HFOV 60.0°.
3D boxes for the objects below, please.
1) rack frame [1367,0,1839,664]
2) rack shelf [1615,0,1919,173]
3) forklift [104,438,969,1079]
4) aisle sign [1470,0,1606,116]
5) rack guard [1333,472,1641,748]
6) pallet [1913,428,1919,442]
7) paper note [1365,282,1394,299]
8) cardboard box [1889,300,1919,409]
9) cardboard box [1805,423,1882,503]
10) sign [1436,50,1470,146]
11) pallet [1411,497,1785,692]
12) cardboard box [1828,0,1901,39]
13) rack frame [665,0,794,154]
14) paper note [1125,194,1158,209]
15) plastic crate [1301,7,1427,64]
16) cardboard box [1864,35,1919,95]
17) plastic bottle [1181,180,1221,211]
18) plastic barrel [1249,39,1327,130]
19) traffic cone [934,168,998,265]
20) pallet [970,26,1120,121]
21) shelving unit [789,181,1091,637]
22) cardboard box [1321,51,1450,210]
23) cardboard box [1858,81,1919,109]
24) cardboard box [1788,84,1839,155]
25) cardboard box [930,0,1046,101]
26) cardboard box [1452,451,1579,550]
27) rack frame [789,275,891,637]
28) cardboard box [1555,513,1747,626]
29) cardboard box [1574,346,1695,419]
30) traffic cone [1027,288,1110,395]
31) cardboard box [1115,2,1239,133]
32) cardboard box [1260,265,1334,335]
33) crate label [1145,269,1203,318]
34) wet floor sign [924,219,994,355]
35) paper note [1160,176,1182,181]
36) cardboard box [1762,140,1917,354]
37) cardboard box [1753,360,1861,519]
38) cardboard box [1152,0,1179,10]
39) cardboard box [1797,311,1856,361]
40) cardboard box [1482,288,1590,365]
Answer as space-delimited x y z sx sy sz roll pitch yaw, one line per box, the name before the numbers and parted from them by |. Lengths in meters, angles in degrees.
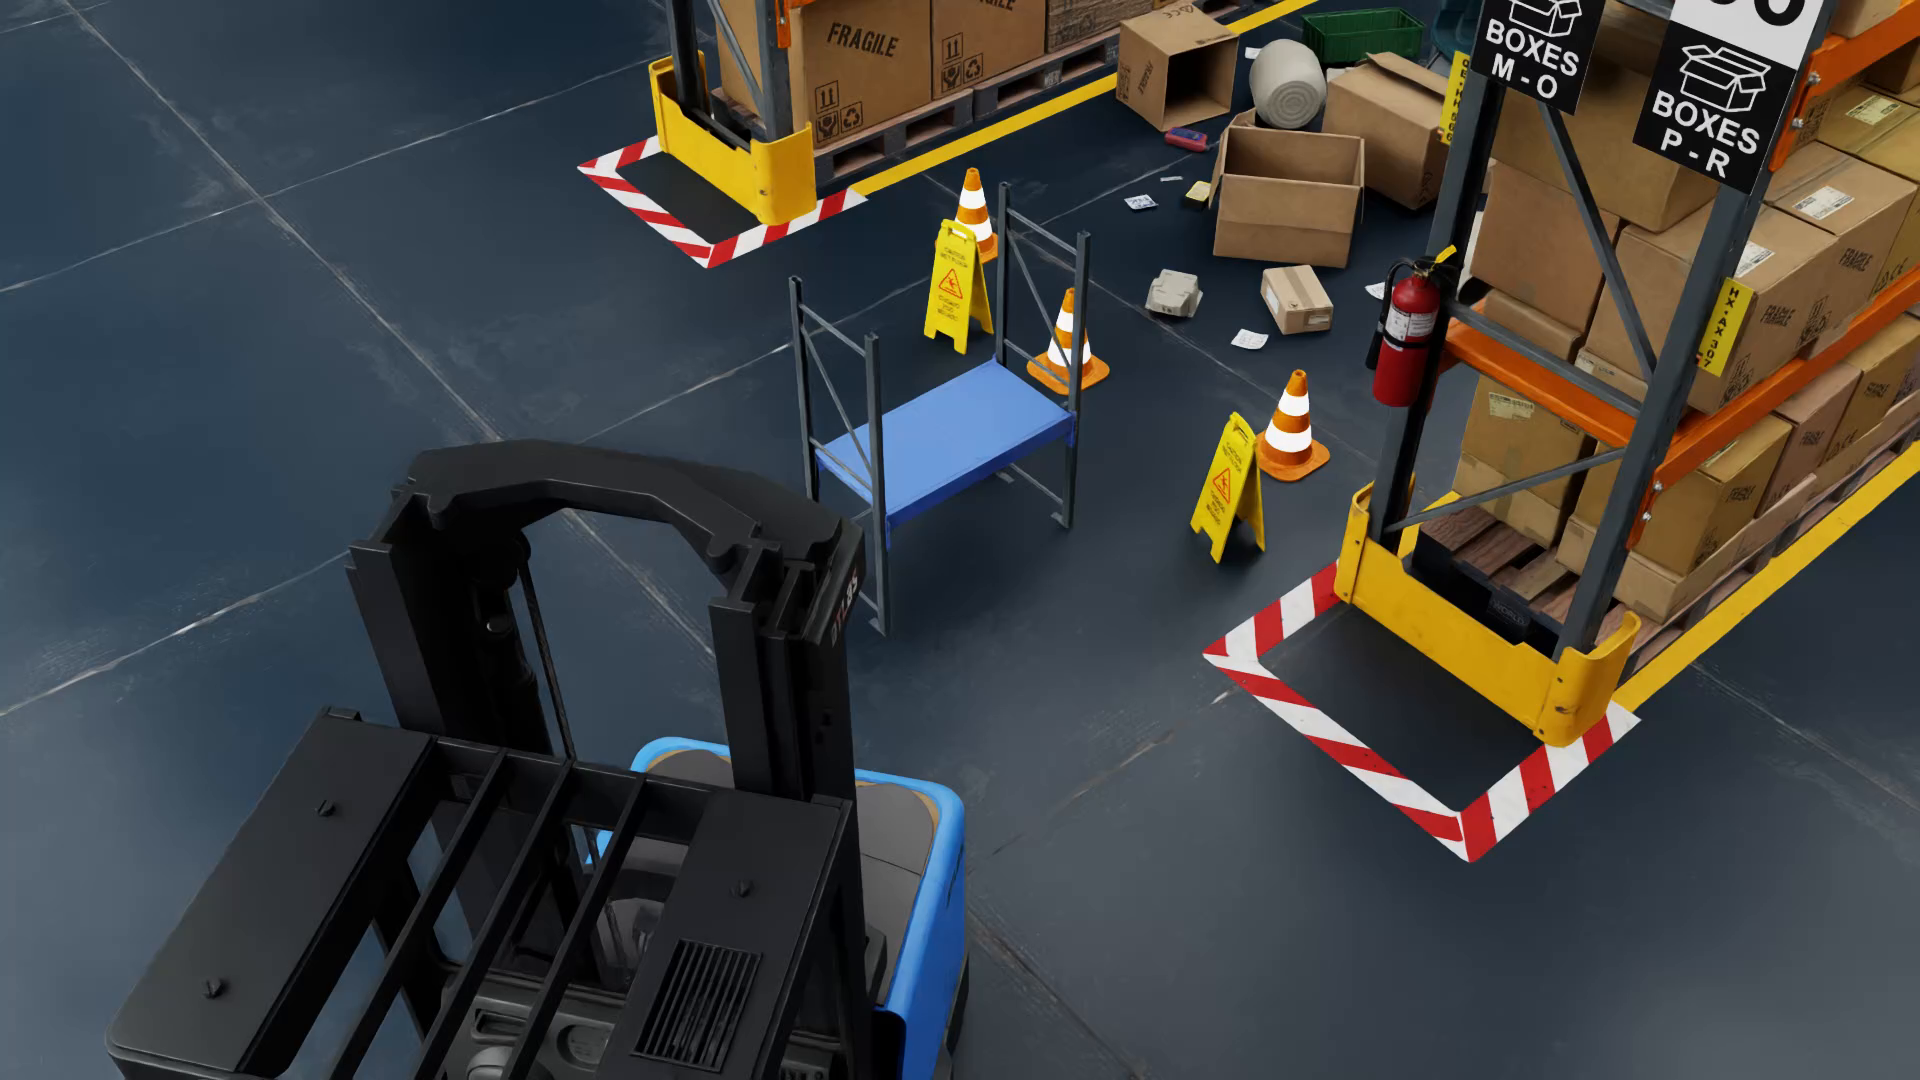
rack frame | 2.000 -0.625 5.724 0.127 3.000 1.000 -30 51 -28
rack shelf | 3.534 -2.334 5.879 4.000 0.370 1.077 -30 51 -28
forklift | -0.793 1.357 3.664 1.130 2.935 3.031 9 44 9
aisle sign | 1.766 -1.697 4.967 0.004 0.787 0.394 -30 51 -28
rack guard | 2.058 0.253 6.615 0.348 0.500 1.175 -30 51 -28
pallet | 4.576 -1.052 8.216 1.213 0.211 1.003 -30 51 -28
paper note | 2.196 -1.293 8.613 0.142 0.019 0.148 -14 45 -14
cardboard box | 4.007 -0.956 7.231 0.500 0.500 0.500 -27 50 -26
cardboard box | 3.603 -0.451 7.241 0.500 0.250 0.500 -26 49 -25
sign | 1.659 -1.462 5.539 0.005 0.325 0.100 -30 51 -28
pallet | 2.704 0.020 7.074 1.213 0.211 1.003 -30 51 -28
cardboard box | 2.463 -1.602 4.757 0.250 0.149 0.380 -30 51 -28
rack frame | -1.254 -3.180 8.445 0.127 3.000 1.000 -30 51 -28
paper note | 1.007 -1.876 9.226 0.142 0.017 0.144 -14 45 -14
plastic crate | 2.522 -3.168 10.444 0.662 0.188 0.450 -7 34 -7
cardboard box | 3.442 -2.116 6.291 0.500 0.500 0.700 -30 51 -28
plastic bottle | 1.348 -1.937 9.267 0.133 0.061 0.283 22 47 21
plastic barrel | 1.929 -2.694 9.809 0.421 0.421 0.512 0 43 0
traffic cone | 0.065 -1.743 8.767 0.334 0.463 0.336 -30 51 -28
pallet | 0.245 -3.089 10.384 1.213 0.211 1.003 -30 51 -28
shelving unit | -0.065 -0.509 6.697 1.048 1.500 0.538 -30 51 -28
cardboard box | 2.435 -2.280 9.211 0.503 0.637 0.797 -30 51 -28
cardboard box | 3.711 -1.513 6.380 0.500 0.500 0.500 -31 51 -29
cardboard box | 2.645 -1.691 5.839 0.500 0.500 0.700 -29 51 -28
cardboard box | -0.102 -3.278 9.795 0.875 0.875 0.875 -31 51 -28
cardboard box | 2.466 -0.282 7.061 0.500 0.250 0.500 -30 51 -28
rack frame | -0.455 -0.286 6.459 0.032 1.500 0.500 -30 51 -28
cardboard box | 2.796 0.015 6.744 0.500 0.250 0.500 -30 51 -28
cardboard box | 2.393 -0.574 5.853 0.250 0.149 0.380 -30 51 -28
traffic cone | 0.529 -1.000 7.977 0.334 0.463 0.336 -30 51 -28
cardboard box | 1.282 -2.806 9.870 0.500 0.500 0.500 -21 47 -21
cardboard box | 1.709 -1.222 8.442 0.250 0.149 0.380 -7 44 -7
crate label | 1.092 -1.259 8.491 0.250 0.136 0.298 14 45 15
wet floor sign | -0.005 -1.269 8.130 0.267 0.644 0.232 30 51 28
paper note | 1.198 -2.048 9.423 0.123 0.001 0.032 -7 44 -7
cardboard box | 2.936 -1.061 5.899 0.500 0.500 0.500 -28 50 -27
cardboard box | 3.212 -0.501 6.746 0.500 0.500 0.500 -32 52 -29
cardboard box | 1.287 -4.076 10.644 0.875 0.875 0.875 -29 50 -27
cardboard box | 3.057 -0.853 6.151 0.250 0.149 0.380 -29 50 -27
cardboard box | 2.150 -0.810 6.105 0.250 0.149 0.380 -28 50 -27
